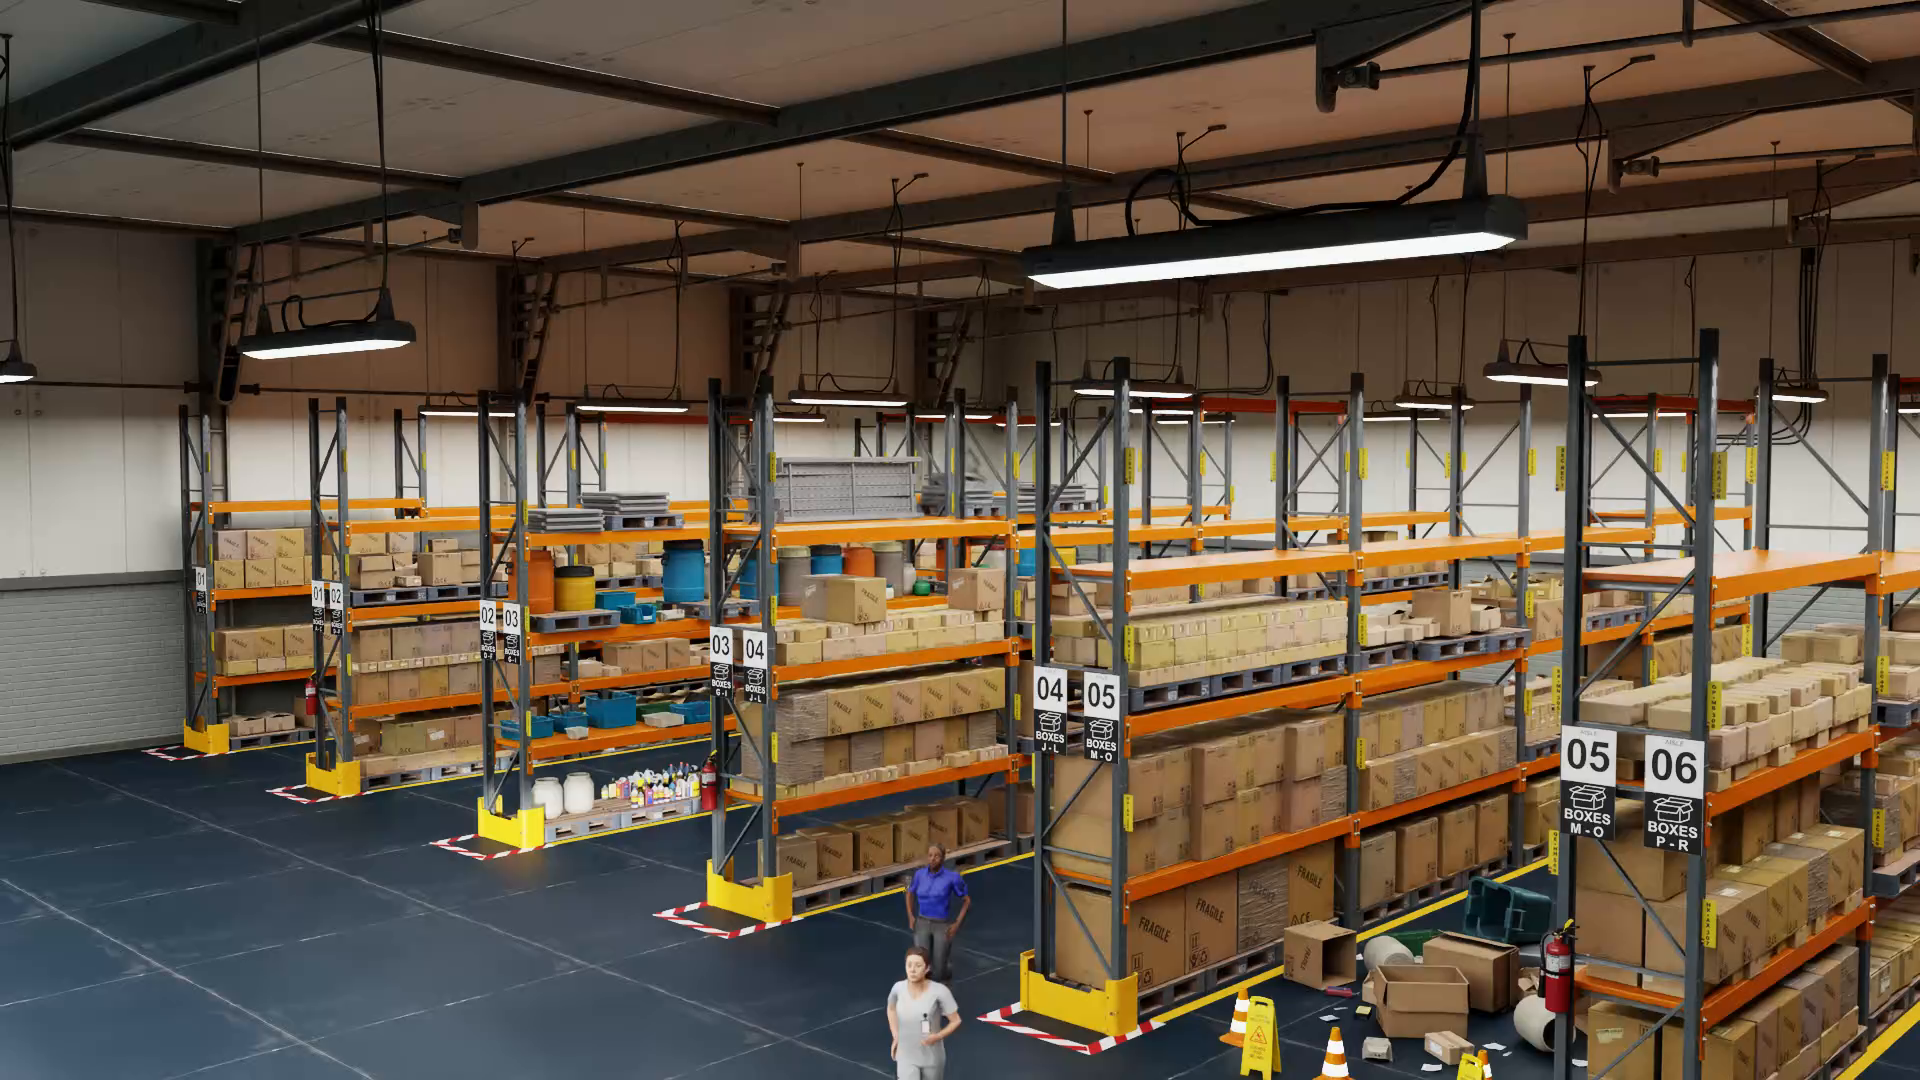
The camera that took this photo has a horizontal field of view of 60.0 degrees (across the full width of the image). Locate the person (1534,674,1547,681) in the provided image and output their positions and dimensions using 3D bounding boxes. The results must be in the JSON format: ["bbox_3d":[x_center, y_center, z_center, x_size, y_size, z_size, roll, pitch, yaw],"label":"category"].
[{"bbox_3d":[9.265,2.954,26.430,0.887,1.668,0.587,-2,4,-39],"label":"person"}]

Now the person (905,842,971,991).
[{"bbox_3d":[-0.205,3.578,15.291,0.618,1.606,0.573,1,3,15],"label":"person"}]

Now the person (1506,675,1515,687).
[{"bbox_3d":[8.436,2.958,25.252,0.616,1.832,0.746,3,4,43],"label":"person"}]

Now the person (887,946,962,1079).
[{"bbox_3d":[-0.263,3.706,11.807,0.558,1.681,0.891,0,3,6],"label":"person"}]
